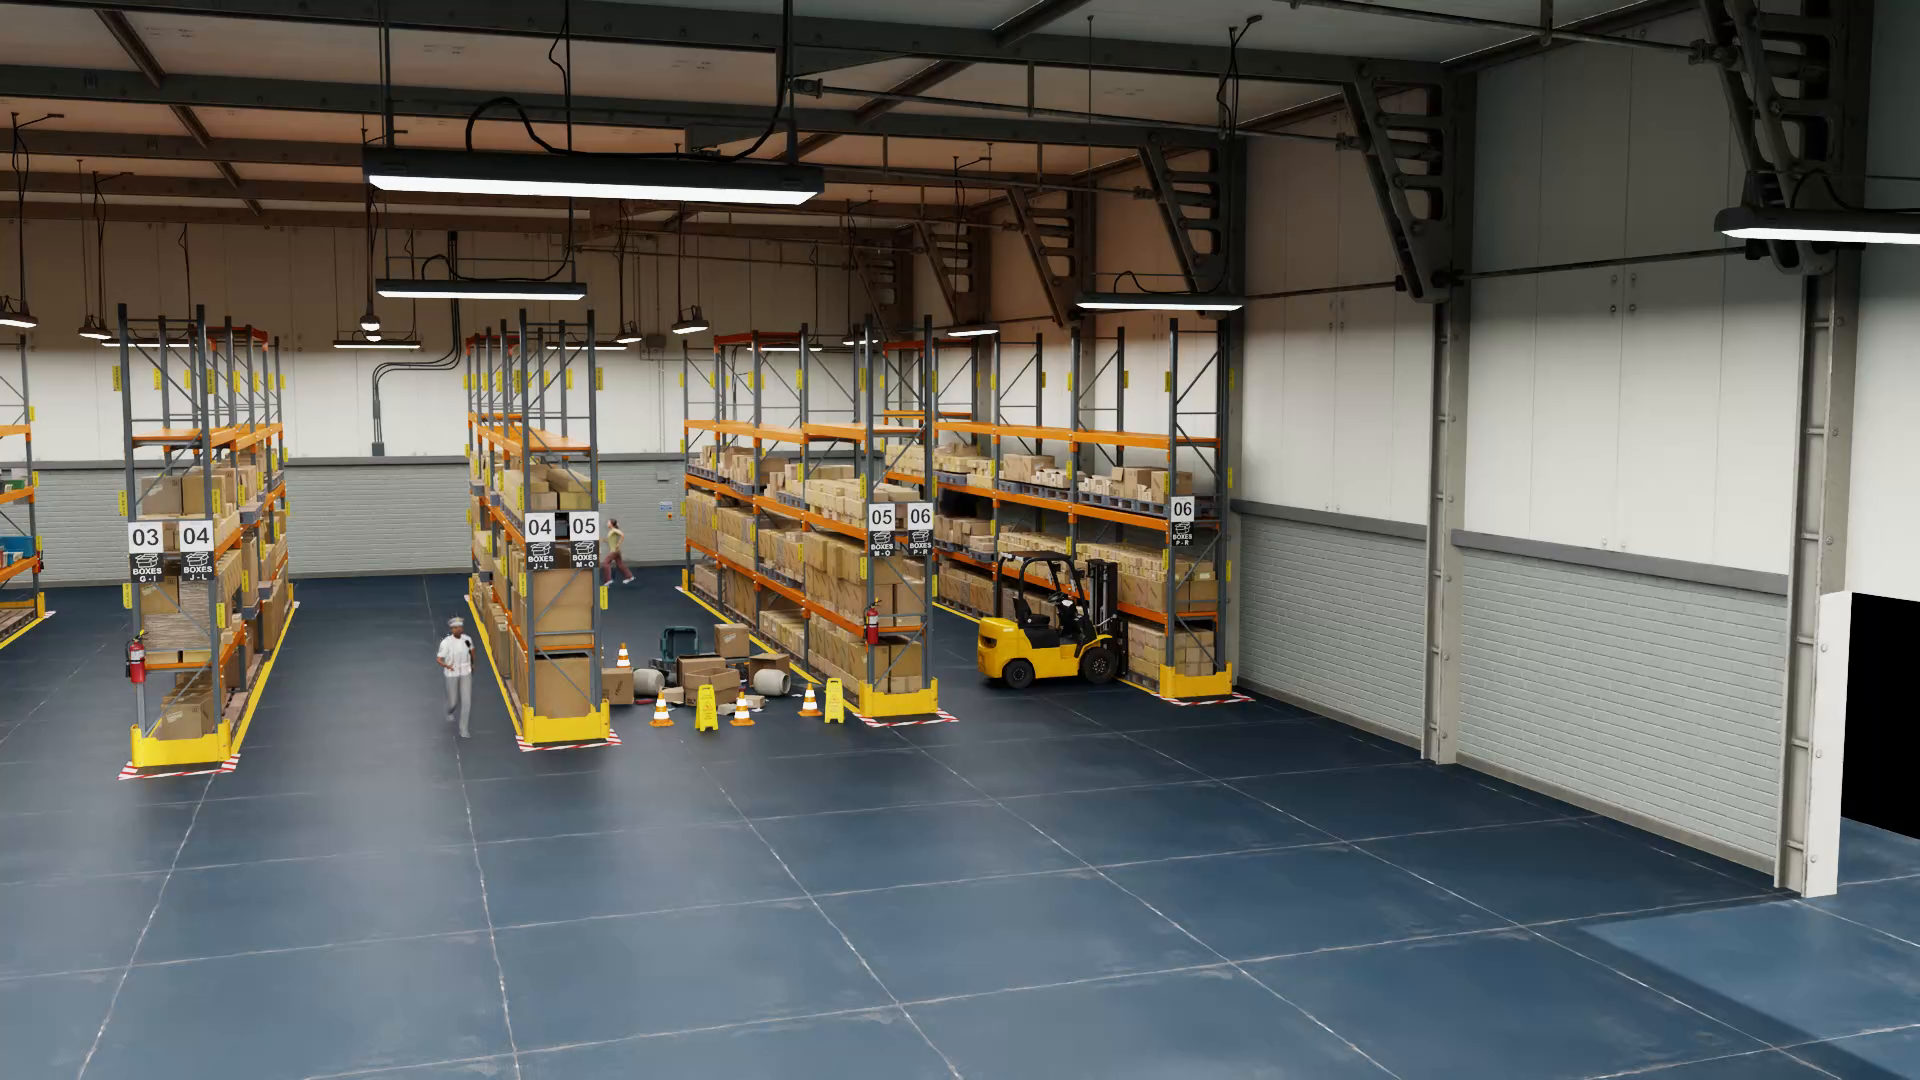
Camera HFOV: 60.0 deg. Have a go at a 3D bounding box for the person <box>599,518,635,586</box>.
[{"bbox_3d":[-8.384,0.321,40.629,0.866,1.709,0.584,-2,6,-16],"label":"person"}]

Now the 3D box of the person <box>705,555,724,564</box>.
[{"bbox_3d":[-6.072,0.220,41.531,0.666,1.780,0.762,4,6,33],"label":"person"}]

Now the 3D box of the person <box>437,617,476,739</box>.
[{"bbox_3d":[-7.138,1.928,23.649,0.579,1.692,0.851,-3,6,-30],"label":"person"}]
